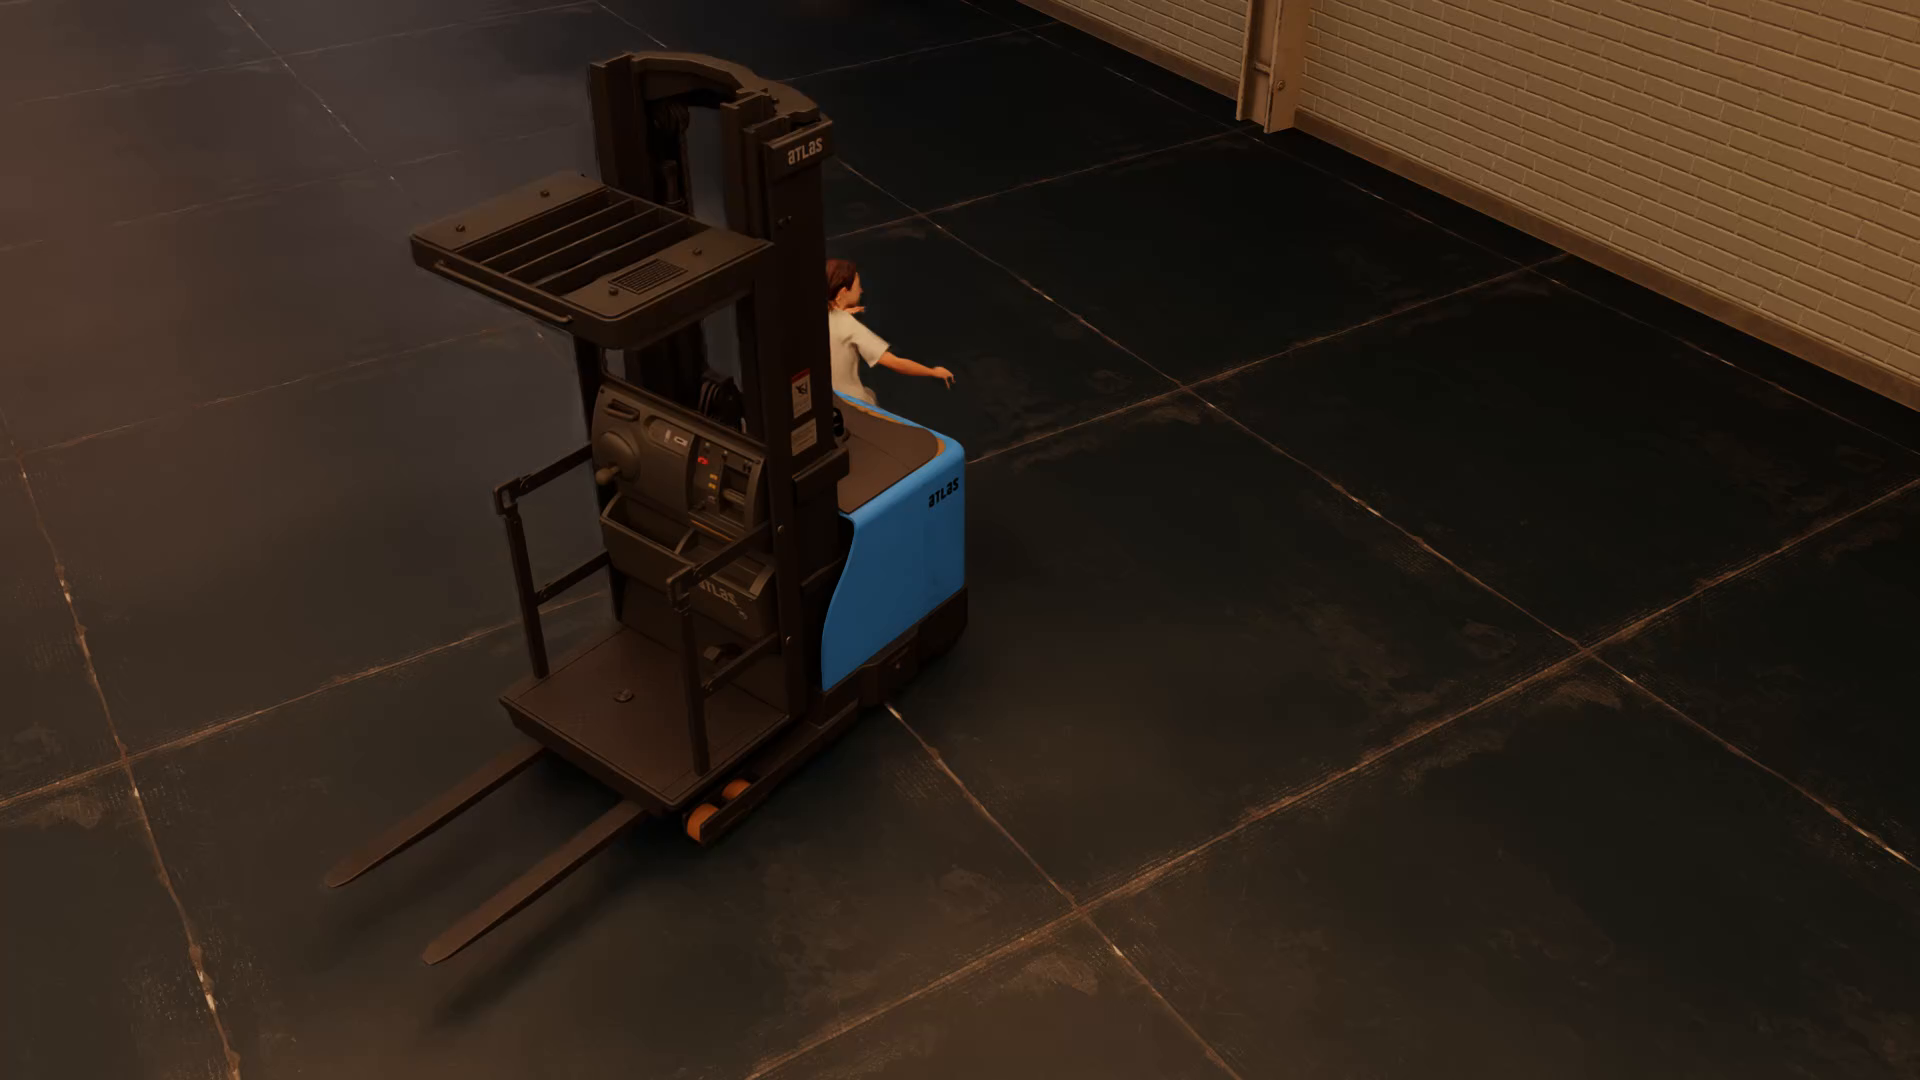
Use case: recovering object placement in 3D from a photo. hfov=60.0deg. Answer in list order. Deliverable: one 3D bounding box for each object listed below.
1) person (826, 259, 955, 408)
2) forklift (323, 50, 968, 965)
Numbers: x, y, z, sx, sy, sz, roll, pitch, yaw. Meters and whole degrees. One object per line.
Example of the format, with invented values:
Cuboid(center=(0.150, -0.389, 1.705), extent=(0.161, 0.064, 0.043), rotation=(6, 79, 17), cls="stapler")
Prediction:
Cuboid(center=(-0.459, -0.748, 8.509), extent=(0.880, 1.431, 0.819), rotation=(4, 35, 6), cls="person")
Cuboid(center=(-1.267, -0.261, 6.520), extent=(1.130, 2.935, 3.031), rotation=(24, 42, 30), cls="forklift")
